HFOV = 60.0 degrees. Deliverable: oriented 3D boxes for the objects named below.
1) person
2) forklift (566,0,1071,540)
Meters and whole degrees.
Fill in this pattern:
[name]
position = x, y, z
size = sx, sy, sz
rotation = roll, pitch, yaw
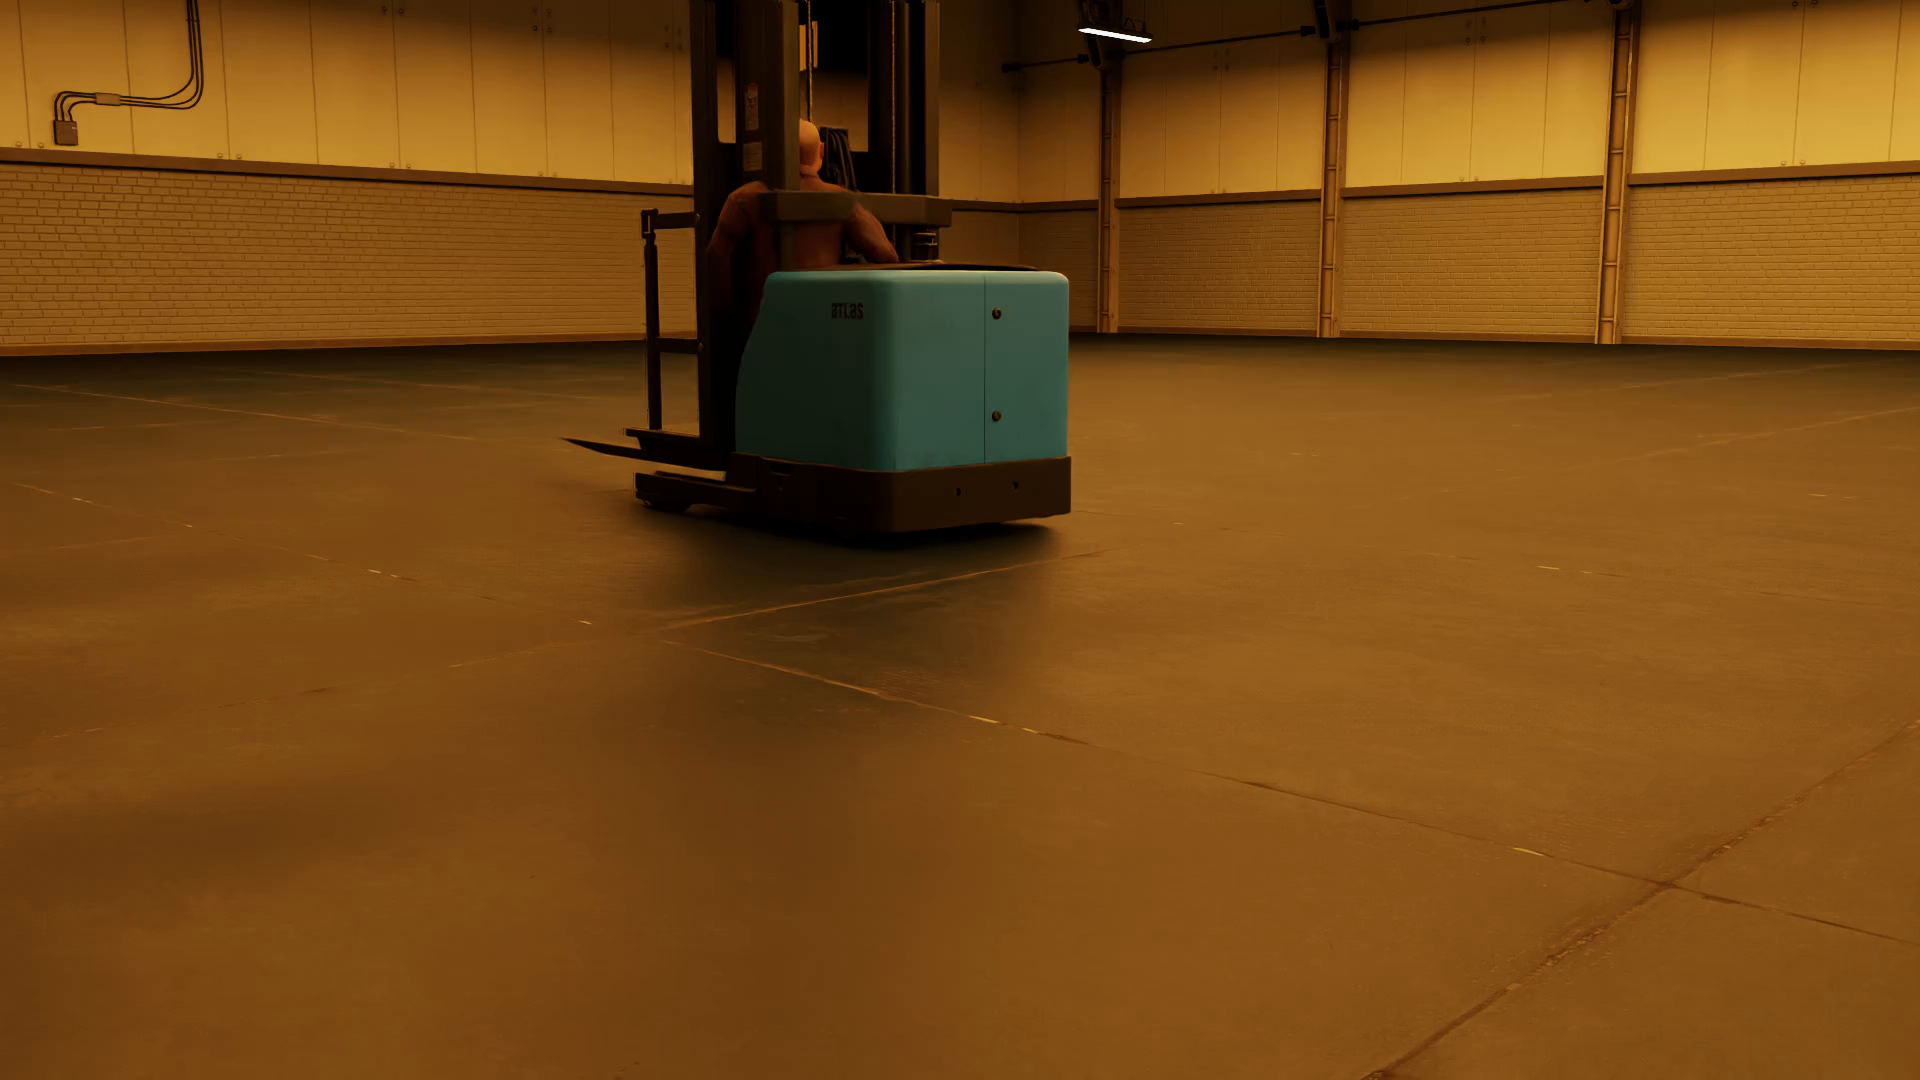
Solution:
[person]
position = -0.637, -0.933, 7.236
size = 0.896, 1.720, 0.600
rotation = 1, 9, 5
[forklift]
position = -0.856, -1.620, 7.629
size = 1.130, 2.935, 3.031
rotation = -7, 11, -39
